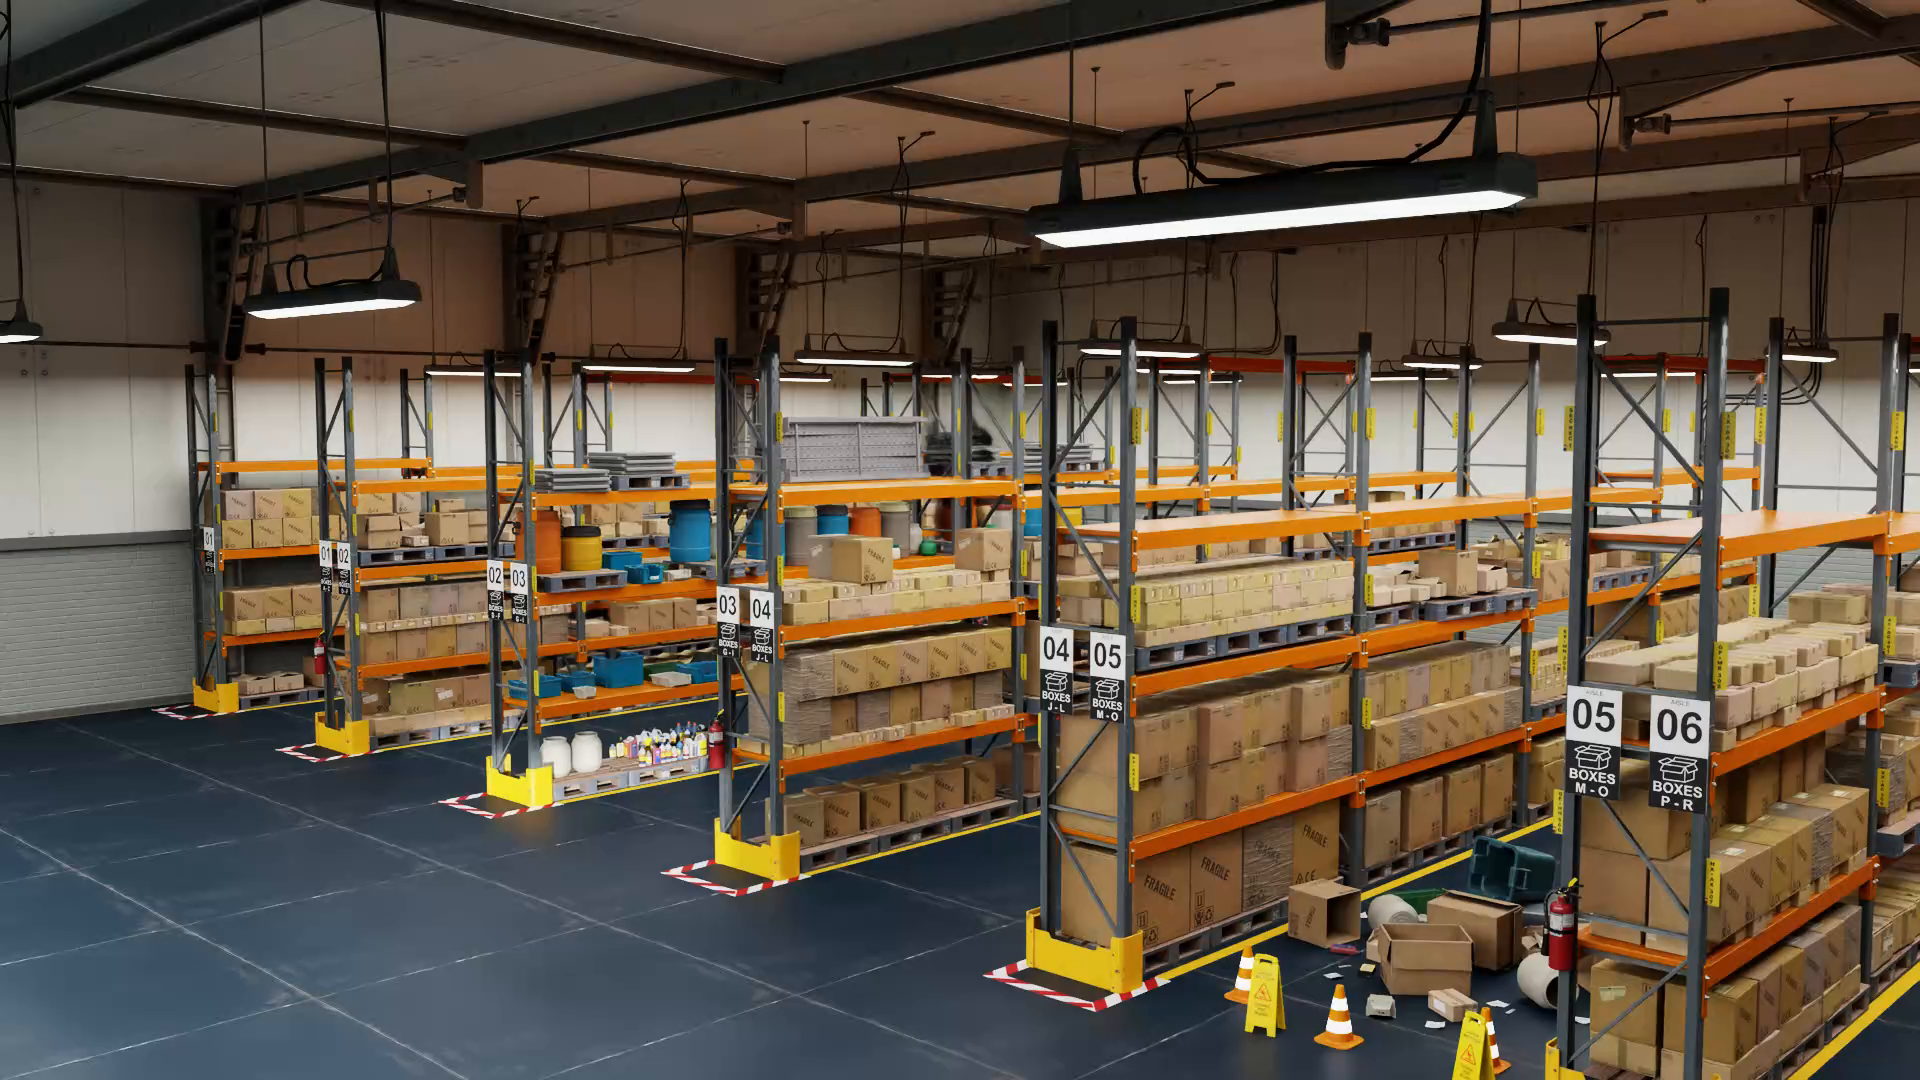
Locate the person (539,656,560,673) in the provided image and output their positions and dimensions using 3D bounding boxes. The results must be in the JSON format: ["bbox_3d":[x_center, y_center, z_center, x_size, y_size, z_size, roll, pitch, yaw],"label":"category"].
[{"bbox_3d":[-7.531,2.064,30.494,0.604,1.578,0.562,-4,6,-39],"label":"person"}]
